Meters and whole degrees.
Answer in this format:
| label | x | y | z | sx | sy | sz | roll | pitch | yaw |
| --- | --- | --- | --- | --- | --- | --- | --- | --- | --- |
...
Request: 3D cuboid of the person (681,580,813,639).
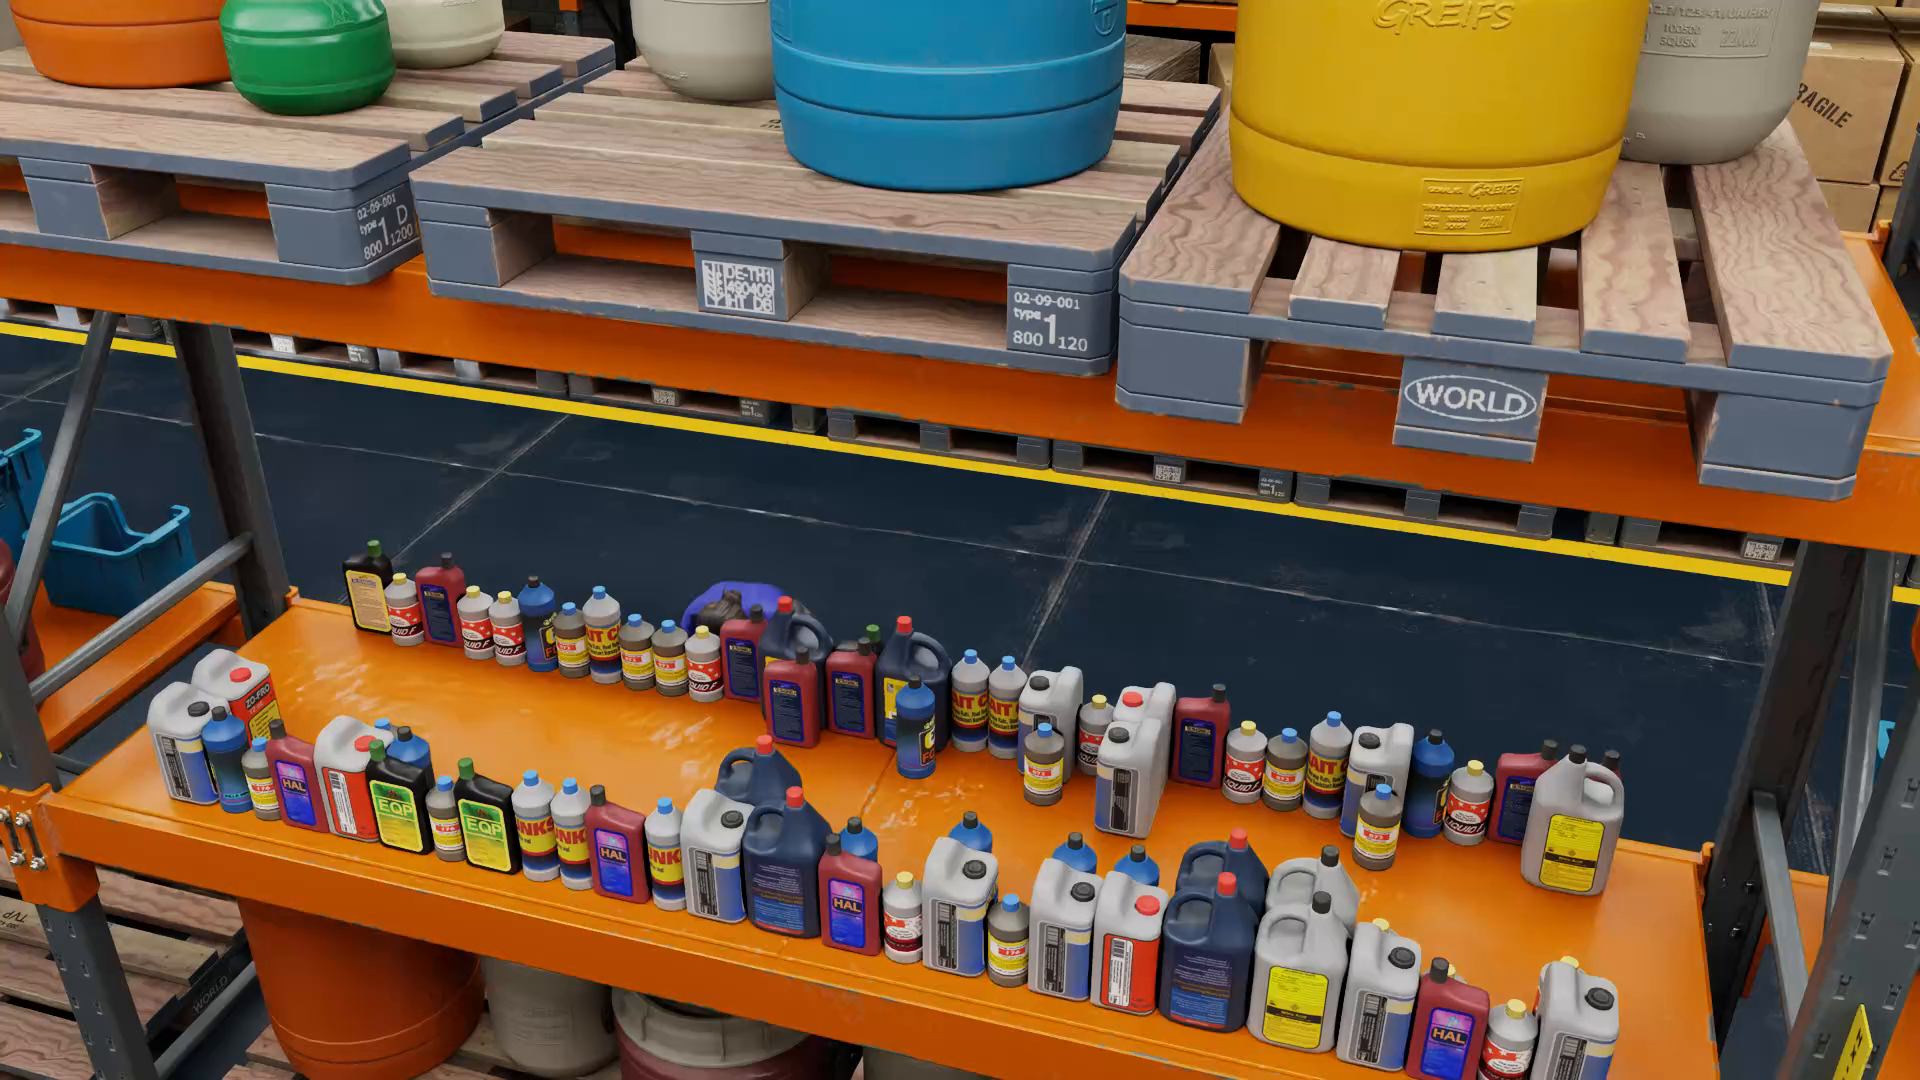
| label | x | y | z | sx | sy | sz | roll | pitch | yaw |
| --- | --- | --- | --- | --- | --- | --- | --- | --- | --- |
| person | -0.765 | 0.491 | 5.989 | 0.453 | 0.955 | 0.820 | 8 | 30 | 14 |
